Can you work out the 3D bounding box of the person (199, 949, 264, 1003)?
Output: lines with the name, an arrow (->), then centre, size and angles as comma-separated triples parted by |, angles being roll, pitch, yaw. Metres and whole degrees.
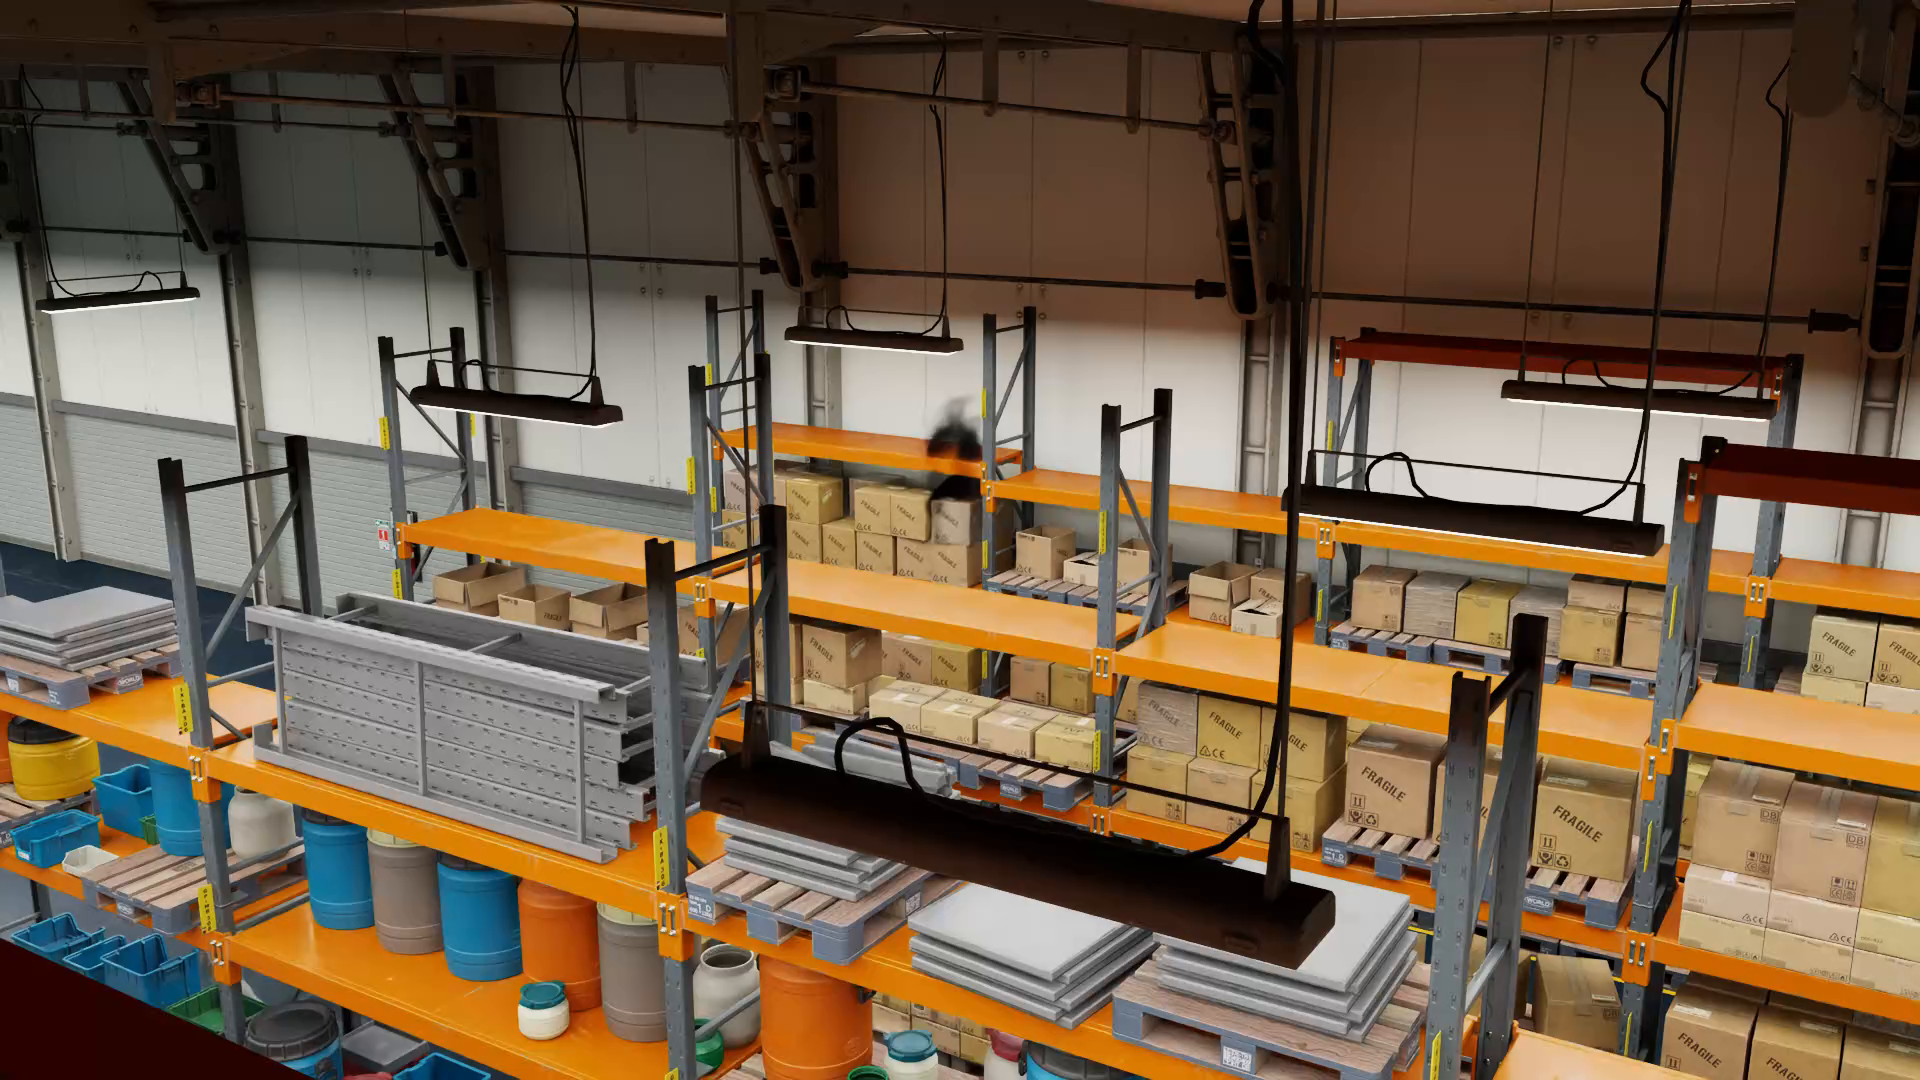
person -> -6.678, 3.604, 15.037 | 0.682, 1.558, 0.542 | 3, 14, 13
